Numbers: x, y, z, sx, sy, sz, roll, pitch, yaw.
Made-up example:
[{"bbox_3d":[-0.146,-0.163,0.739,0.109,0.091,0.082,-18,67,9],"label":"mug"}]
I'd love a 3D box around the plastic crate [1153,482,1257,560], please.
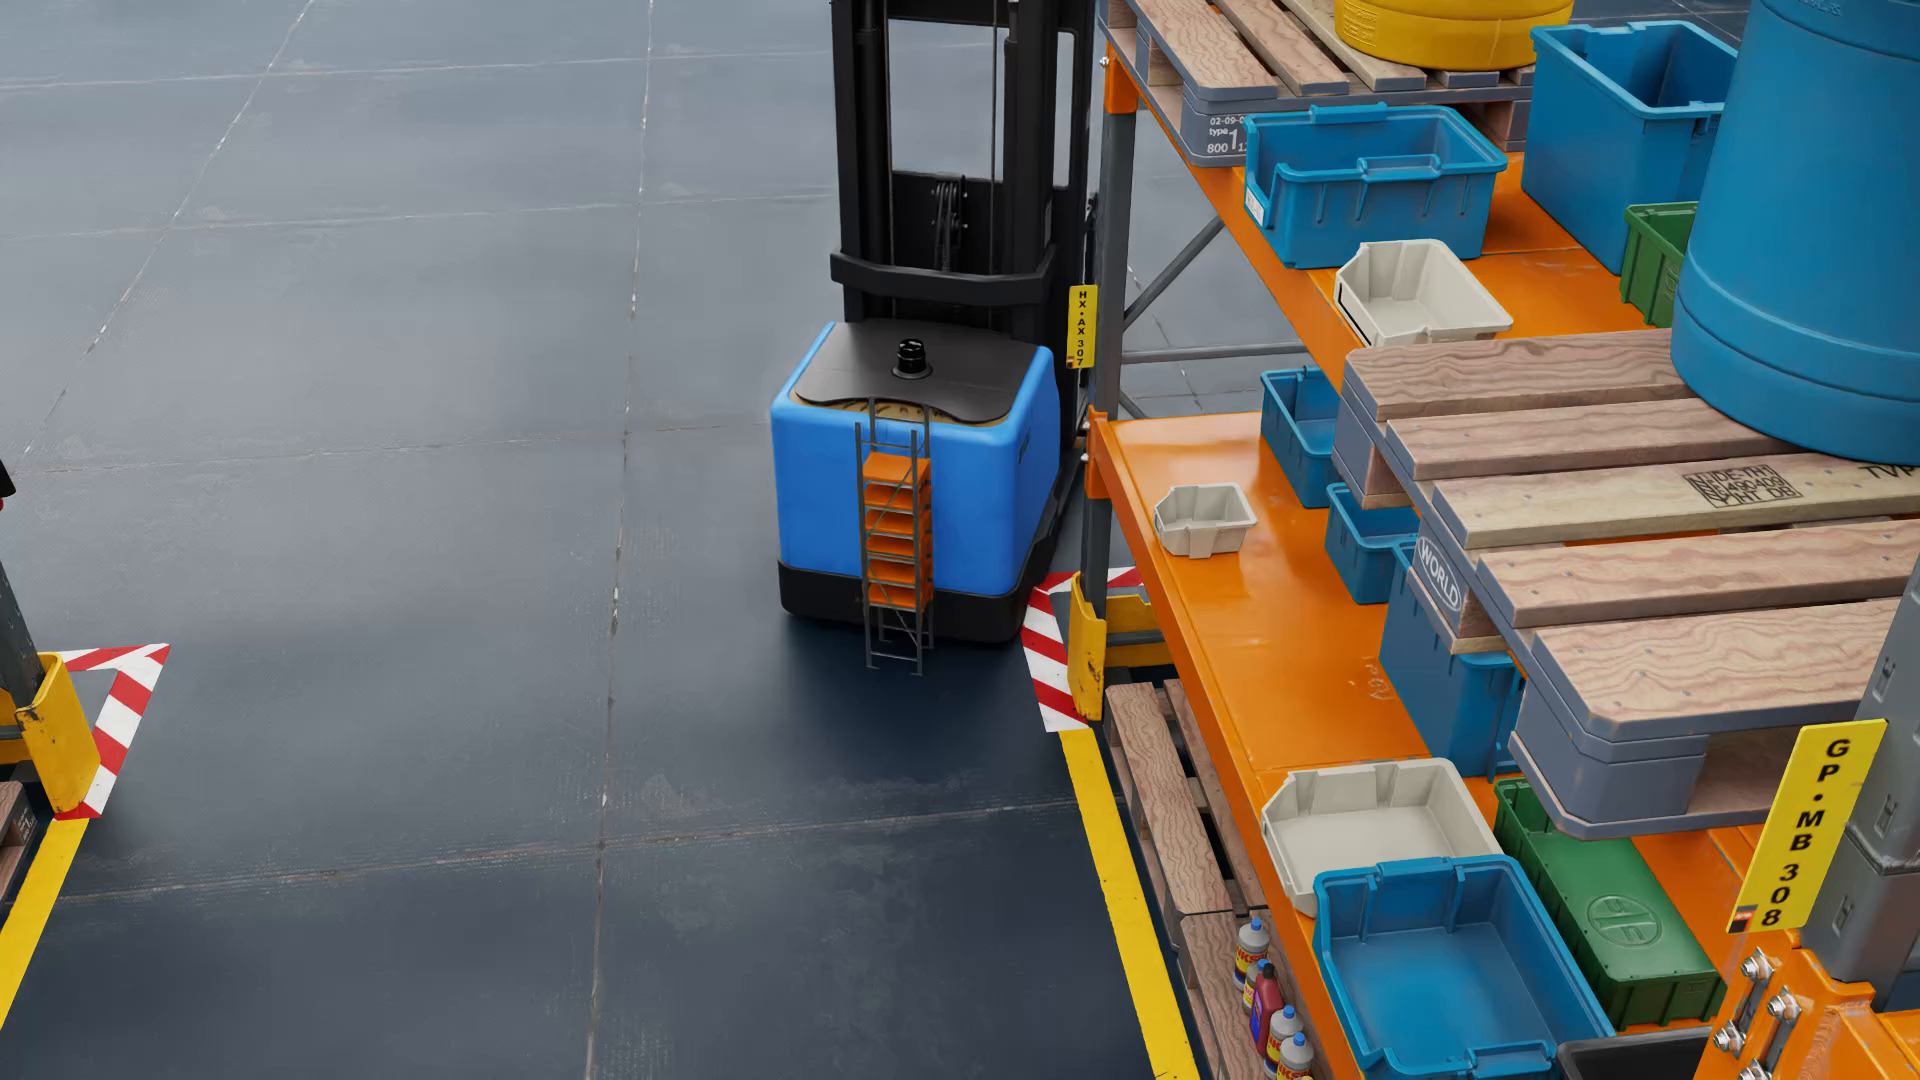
[{"bbox_3d":[0.784,-0.055,5.401,0.298,0.136,0.250,-4,35,-6],"label":"plastic crate"}]

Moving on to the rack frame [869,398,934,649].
[{"bbox_3d":[-0.232,-0.042,6.738,0.240,1.200,0.006,8,36,12],"label":"rack frame"}]

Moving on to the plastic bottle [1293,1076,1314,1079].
[{"bbox_3d":[0.991,1.625,4.797,0.097,0.201,0.097,0,34,0],"label":"plastic bottle"}]

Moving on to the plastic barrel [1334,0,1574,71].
[{"bbox_3d":[1.262,-1.552,4.160,0.600,0.588,0.600,0,34,0],"label":"plastic barrel"}]

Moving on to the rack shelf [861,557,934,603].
[{"bbox_3d":[-0.253,0.144,6.762,0.258,0.103,0.180,8,36,12],"label":"rack shelf"}]

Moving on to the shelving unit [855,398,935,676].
[{"bbox_3d":[-0.254,0.010,6.666,0.258,1.200,0.189,8,36,12],"label":"shelving unit"}]

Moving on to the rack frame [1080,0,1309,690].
[{"bbox_3d":[0.983,-0.688,6.096,1.000,3.000,0.127,-4,35,-6],"label":"rack frame"}]

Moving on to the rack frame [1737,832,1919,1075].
[{"bbox_3d":[1.521,1.544,2.820,1.000,3.000,0.127,-4,35,-6],"label":"rack frame"}]

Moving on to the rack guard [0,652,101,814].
[{"bbox_3d":[-3.915,0.763,6.187,1.175,0.500,0.348,-4,35,-6],"label":"rack guard"}]

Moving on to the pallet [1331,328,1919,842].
[{"bbox_3d":[1.327,-0.012,2.609,1.213,0.211,1.003,-4,35,-6],"label":"pallet"}]

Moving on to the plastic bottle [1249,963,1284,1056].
[{"bbox_3d":[0.930,1.416,5.030,0.061,0.283,0.133,-4,34,-6],"label":"plastic bottle"}]

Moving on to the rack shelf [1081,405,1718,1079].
[{"bbox_3d":[1.252,0.726,4.660,1.077,0.370,4.000,-4,35,-6],"label":"rack shelf"}]

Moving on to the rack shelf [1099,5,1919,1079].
[{"bbox_3d":[1.252,-0.514,3.816,1.077,0.370,4.000,-4,35,-6],"label":"rack shelf"}]

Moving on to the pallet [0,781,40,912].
[{"bbox_3d":[-3.841,1.338,5.599,1.003,0.211,1.213,-4,35,-6],"label":"pallet"}]

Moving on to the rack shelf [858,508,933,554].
[{"bbox_3d":[-0.254,-0.052,6.622,0.258,0.103,0.180,8,36,12],"label":"rack shelf"}]

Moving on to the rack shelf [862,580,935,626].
[{"bbox_3d":[-0.252,0.241,6.831,0.258,0.103,0.180,8,36,12],"label":"rack shelf"}]

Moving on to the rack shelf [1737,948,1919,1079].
[{"bbox_3d":[1.790,1.718,0.540,1.077,0.370,4.000,-4,35,-6],"label":"rack shelf"}]

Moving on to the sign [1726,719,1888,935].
[{"bbox_3d":[0.974,0.337,1.921,0.100,0.325,0.005,-4,35,-6],"label":"sign"}]

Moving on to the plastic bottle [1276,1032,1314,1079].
[{"bbox_3d":[0.977,1.540,4.858,0.097,0.271,0.097,0,34,0],"label":"plastic bottle"}]

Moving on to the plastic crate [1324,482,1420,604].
[{"bbox_3d":[1.428,-0.007,5.228,0.499,0.251,0.408,-4,35,-6],"label":"plastic crate"}]

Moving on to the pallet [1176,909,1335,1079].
[{"bbox_3d":[1.304,1.637,5.161,1.003,0.211,1.213,-4,35,-6],"label":"pallet"}]

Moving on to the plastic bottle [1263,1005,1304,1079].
[{"bbox_3d":[0.964,1.485,4.940,0.097,0.271,0.097,0,34,0],"label":"plastic bottle"}]

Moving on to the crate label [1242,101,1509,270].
[{"bbox_3d":[0.907,-0.796,3.723,0.502,0.251,0.408,-4,35,-6],"label":"crate label"}]

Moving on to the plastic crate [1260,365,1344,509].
[{"bbox_3d":[1.346,-0.370,5.761,0.499,0.251,0.616,-4,35,-6],"label":"plastic crate"}]

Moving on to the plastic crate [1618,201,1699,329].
[{"bbox_3d":[1.578,-0.509,3.357,0.336,0.188,0.450,-4,35,-6],"label":"plastic crate"}]

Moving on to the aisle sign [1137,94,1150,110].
[{"bbox_3d":[0.683,-1.780,5.390,0.394,0.787,0.004,-4,35,-6],"label":"aisle sign"}]

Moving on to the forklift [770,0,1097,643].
[{"bbox_3d":[0.069,-1.602,7.498,1.130,2.935,3.031,8,35,11],"label":"forklift"}]

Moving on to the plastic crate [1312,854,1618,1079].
[{"bbox_3d":[1.103,1.009,3.738,0.499,0.251,0.616,-4,35,-6],"label":"plastic crate"}]

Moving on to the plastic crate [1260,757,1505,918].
[{"bbox_3d":[1.051,0.766,4.196,0.530,0.136,0.437,-4,35,-6],"label":"plastic crate"}]

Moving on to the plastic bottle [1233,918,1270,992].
[{"bbox_3d":[0.918,1.293,5.221,0.097,0.271,0.097,0,34,0],"label":"plastic bottle"}]

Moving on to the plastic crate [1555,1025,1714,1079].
[{"bbox_3d":[1.576,1.268,3.280,0.767,0.338,0.504,-4,35,-6],"label":"plastic crate"}]

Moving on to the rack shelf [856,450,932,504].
[{"bbox_3d":[-0.256,-0.247,6.483,0.258,0.103,0.180,8,36,12],"label":"rack shelf"}]

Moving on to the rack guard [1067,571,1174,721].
[{"bbox_3d":[1.039,0.384,6.742,1.175,0.500,0.348,-4,35,-6],"label":"rack guard"}]

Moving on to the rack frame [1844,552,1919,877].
[{"bbox_3d":[1.521,-0.935,1.131,1.000,3.000,0.127,-4,35,-6],"label":"rack frame"}]

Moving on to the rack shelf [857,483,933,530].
[{"bbox_3d":[-0.255,-0.149,6.553,0.258,0.103,0.180,8,36,12],"label":"rack shelf"}]

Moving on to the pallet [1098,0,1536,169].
[{"bbox_3d":[0.997,-1.380,4.616,1.003,0.211,1.213,-4,35,-6],"label":"pallet"}]

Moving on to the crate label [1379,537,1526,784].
[{"bbox_3d":[1.498,0.304,4.608,0.502,0.435,0.616,-4,35,-6],"label":"crate label"}]

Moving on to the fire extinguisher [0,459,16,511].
[{"bbox_3d":[-3.484,-0.379,5.712,0.296,0.674,0.183,-4,35,-6],"label":"fire extinguisher"}]

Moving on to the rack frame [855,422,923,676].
[{"bbox_3d":[-0.276,0.062,6.594,0.240,1.200,0.006,8,36,12],"label":"rack frame"}]

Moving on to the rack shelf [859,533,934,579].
[{"bbox_3d":[-0.254,0.046,6.692,0.258,0.103,0.180,8,36,12],"label":"rack shelf"}]

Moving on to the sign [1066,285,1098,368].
[{"bbox_3d":[0.437,-0.763,5.960,0.100,0.325,0.005,-4,35,-6],"label":"sign"}]

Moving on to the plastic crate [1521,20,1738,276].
[{"bbox_3d":[1.537,-0.879,3.727,0.392,0.384,0.575,-4,35,-6],"label":"plastic crate"}]

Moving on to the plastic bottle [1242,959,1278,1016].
[{"bbox_3d":[0.932,1.380,5.156,0.097,0.201,0.097,0,34,0],"label":"plastic bottle"}]

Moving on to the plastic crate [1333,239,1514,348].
[{"bbox_3d":[0.904,-0.451,3.319,0.243,0.136,0.396,-4,35,-6],"label":"plastic crate"}]

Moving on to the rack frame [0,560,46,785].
[{"bbox_3d":[-3.925,-0.313,5.545,1.000,3.000,0.127,-4,35,-6],"label":"rack frame"}]

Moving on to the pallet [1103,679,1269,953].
[{"bbox_3d":[1.143,0.957,6.158,1.003,0.211,1.213,-4,35,-6],"label":"pallet"}]

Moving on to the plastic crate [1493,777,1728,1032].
[{"bbox_3d":[1.618,0.853,4.023,0.450,0.188,0.662,-4,35,-6],"label":"plastic crate"}]

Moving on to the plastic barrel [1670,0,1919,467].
[{"bbox_3d":[1.493,-0.639,2.543,0.600,0.901,0.708,-4,35,-6],"label":"plastic barrel"}]
